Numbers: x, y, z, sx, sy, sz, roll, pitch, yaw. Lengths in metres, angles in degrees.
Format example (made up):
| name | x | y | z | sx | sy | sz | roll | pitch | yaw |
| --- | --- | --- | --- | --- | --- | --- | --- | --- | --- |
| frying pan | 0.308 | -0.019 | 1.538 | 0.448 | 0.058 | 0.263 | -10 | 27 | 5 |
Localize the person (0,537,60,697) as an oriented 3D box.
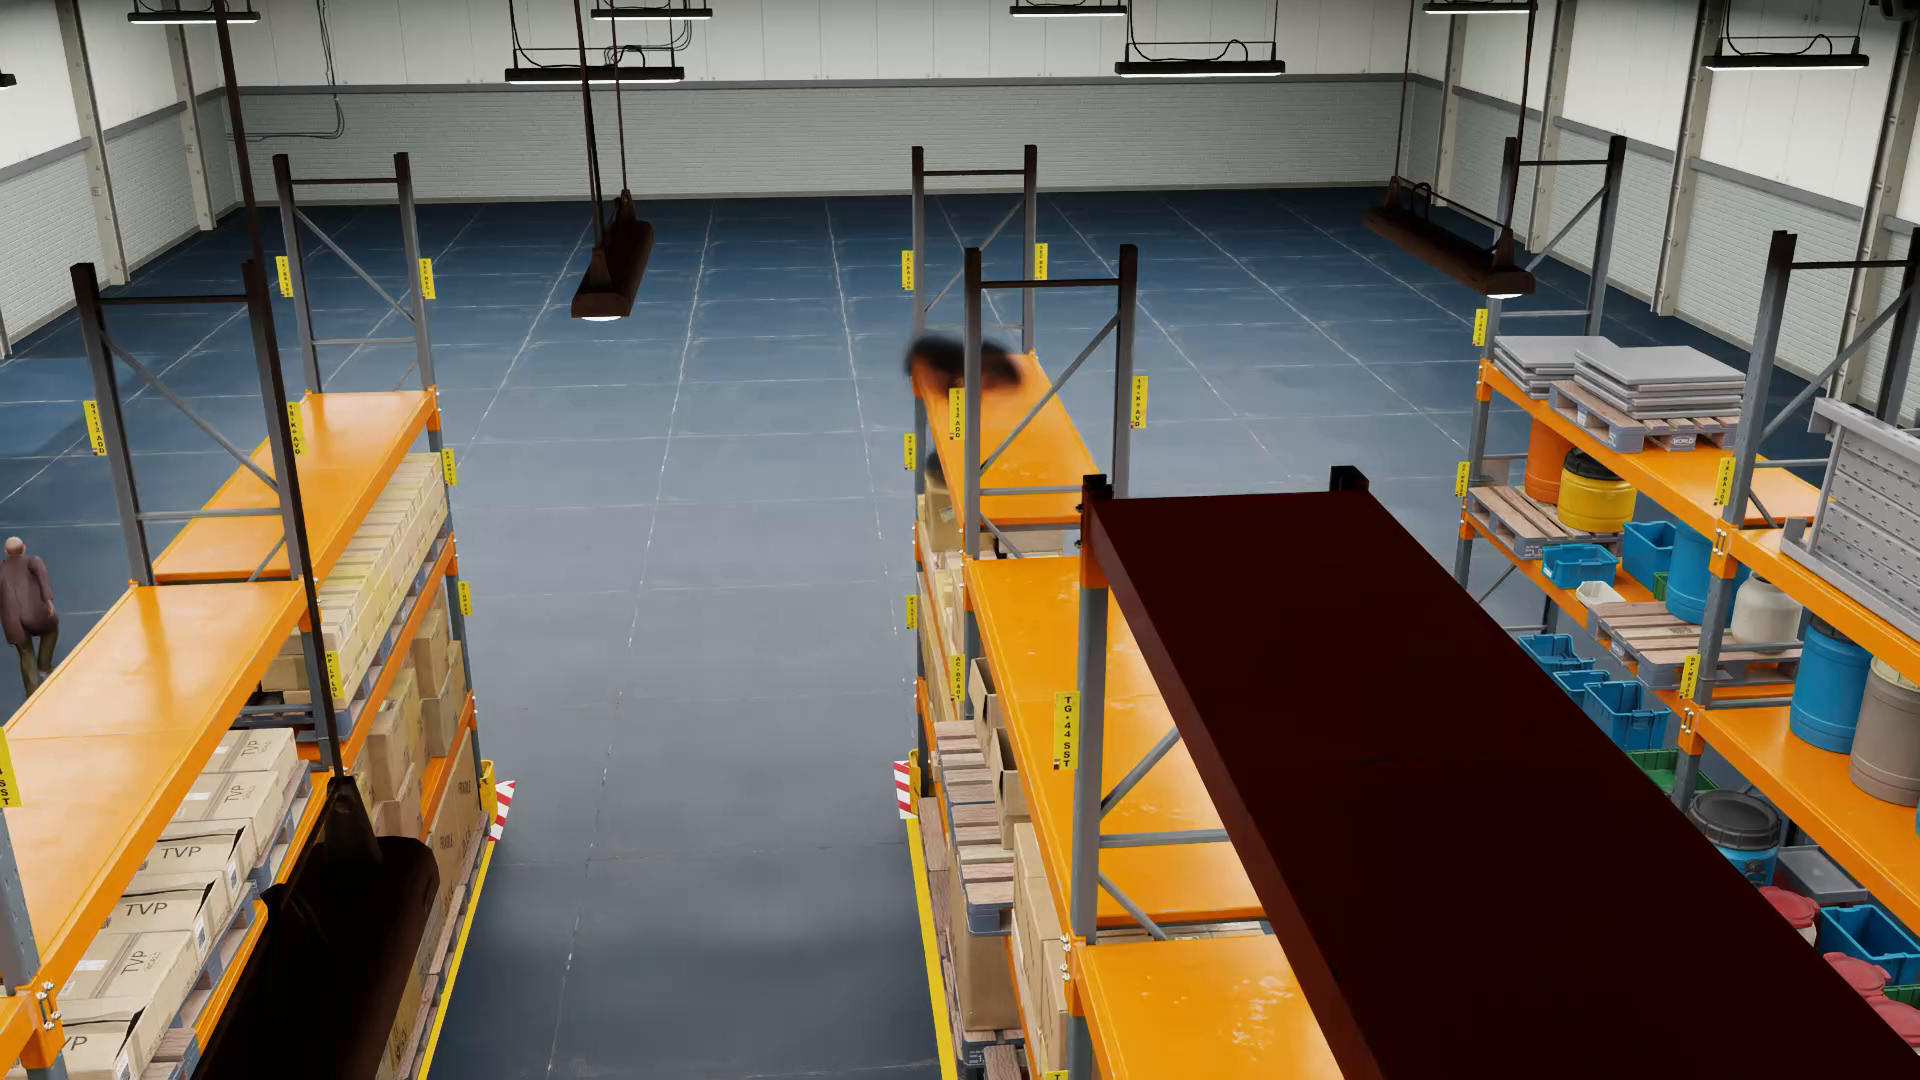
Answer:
| name | x | y | z | sx | sy | sz | roll | pitch | yaw |
| --- | --- | --- | --- | --- | --- | --- | --- | --- | --- |
| person | -9.765 | 0.891 | 17.397 | 0.717 | 1.452 | 1.185 | -6 | 22 | -16 |
